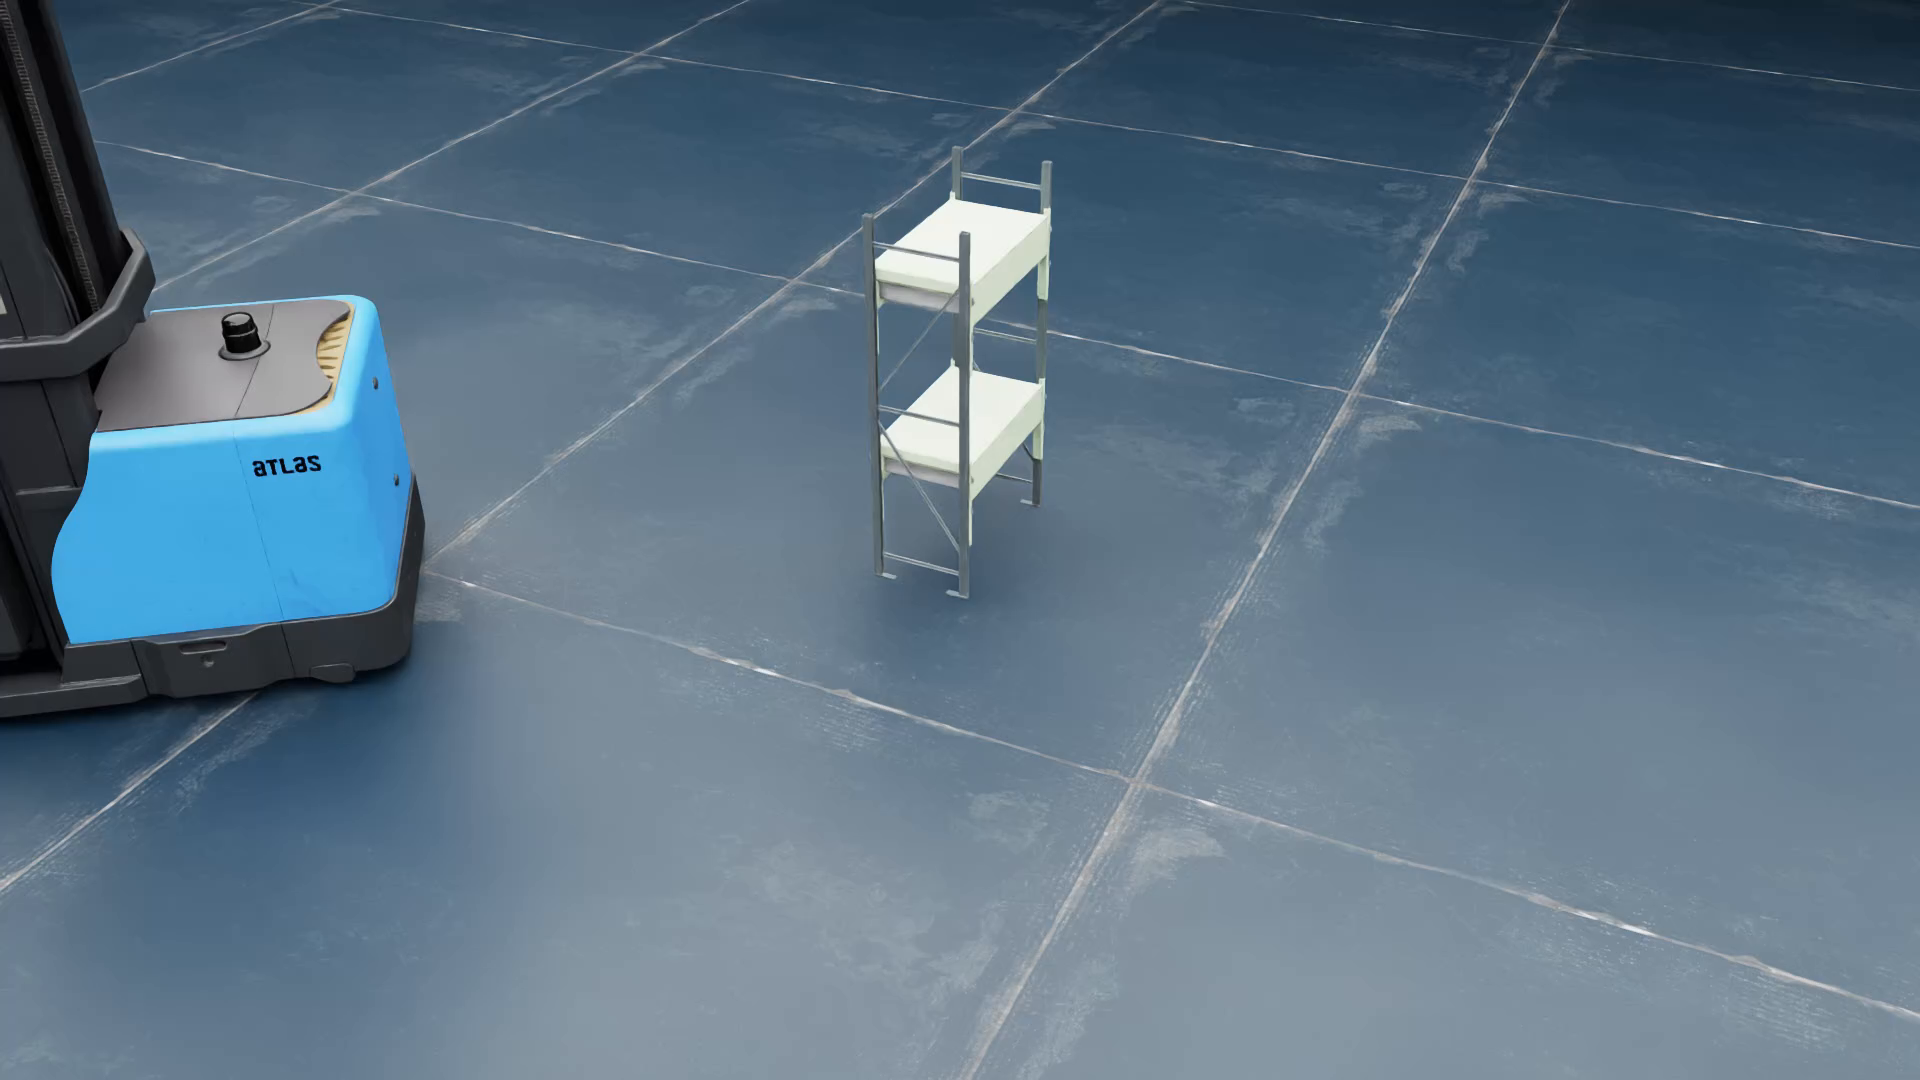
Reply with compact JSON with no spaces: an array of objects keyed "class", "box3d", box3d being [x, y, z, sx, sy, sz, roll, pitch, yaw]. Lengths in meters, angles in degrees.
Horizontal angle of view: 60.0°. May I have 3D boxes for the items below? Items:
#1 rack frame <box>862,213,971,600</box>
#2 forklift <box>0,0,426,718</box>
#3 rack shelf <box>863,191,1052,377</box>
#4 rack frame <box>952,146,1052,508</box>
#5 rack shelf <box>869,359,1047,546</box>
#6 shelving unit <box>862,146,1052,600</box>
[{"class":"rack frame","box3d":[-0.150,-0.448,6.066,0.400,1.500,0.023,14,36,20]},{"class":"forklift","box3d":[-3.561,-0.838,5.355,3.031,2.935,1.130,-6,34,-9]},{"class":"rack shelf","box3d":[0.003,-0.957,6.130,0.431,0.370,0.720,14,36,20]},{"class":"rack frame","box3d":[0.156,-0.813,6.622,0.400,1.500,0.023,14,36,20]},{"class":"rack shelf","box3d":[0.003,-0.358,6.523,0.431,0.370,0.720,14,36,20]},{"class":"shelving unit","box3d":[0.003,-0.631,6.344,0.431,1.500,0.755,14,36,20]}]
